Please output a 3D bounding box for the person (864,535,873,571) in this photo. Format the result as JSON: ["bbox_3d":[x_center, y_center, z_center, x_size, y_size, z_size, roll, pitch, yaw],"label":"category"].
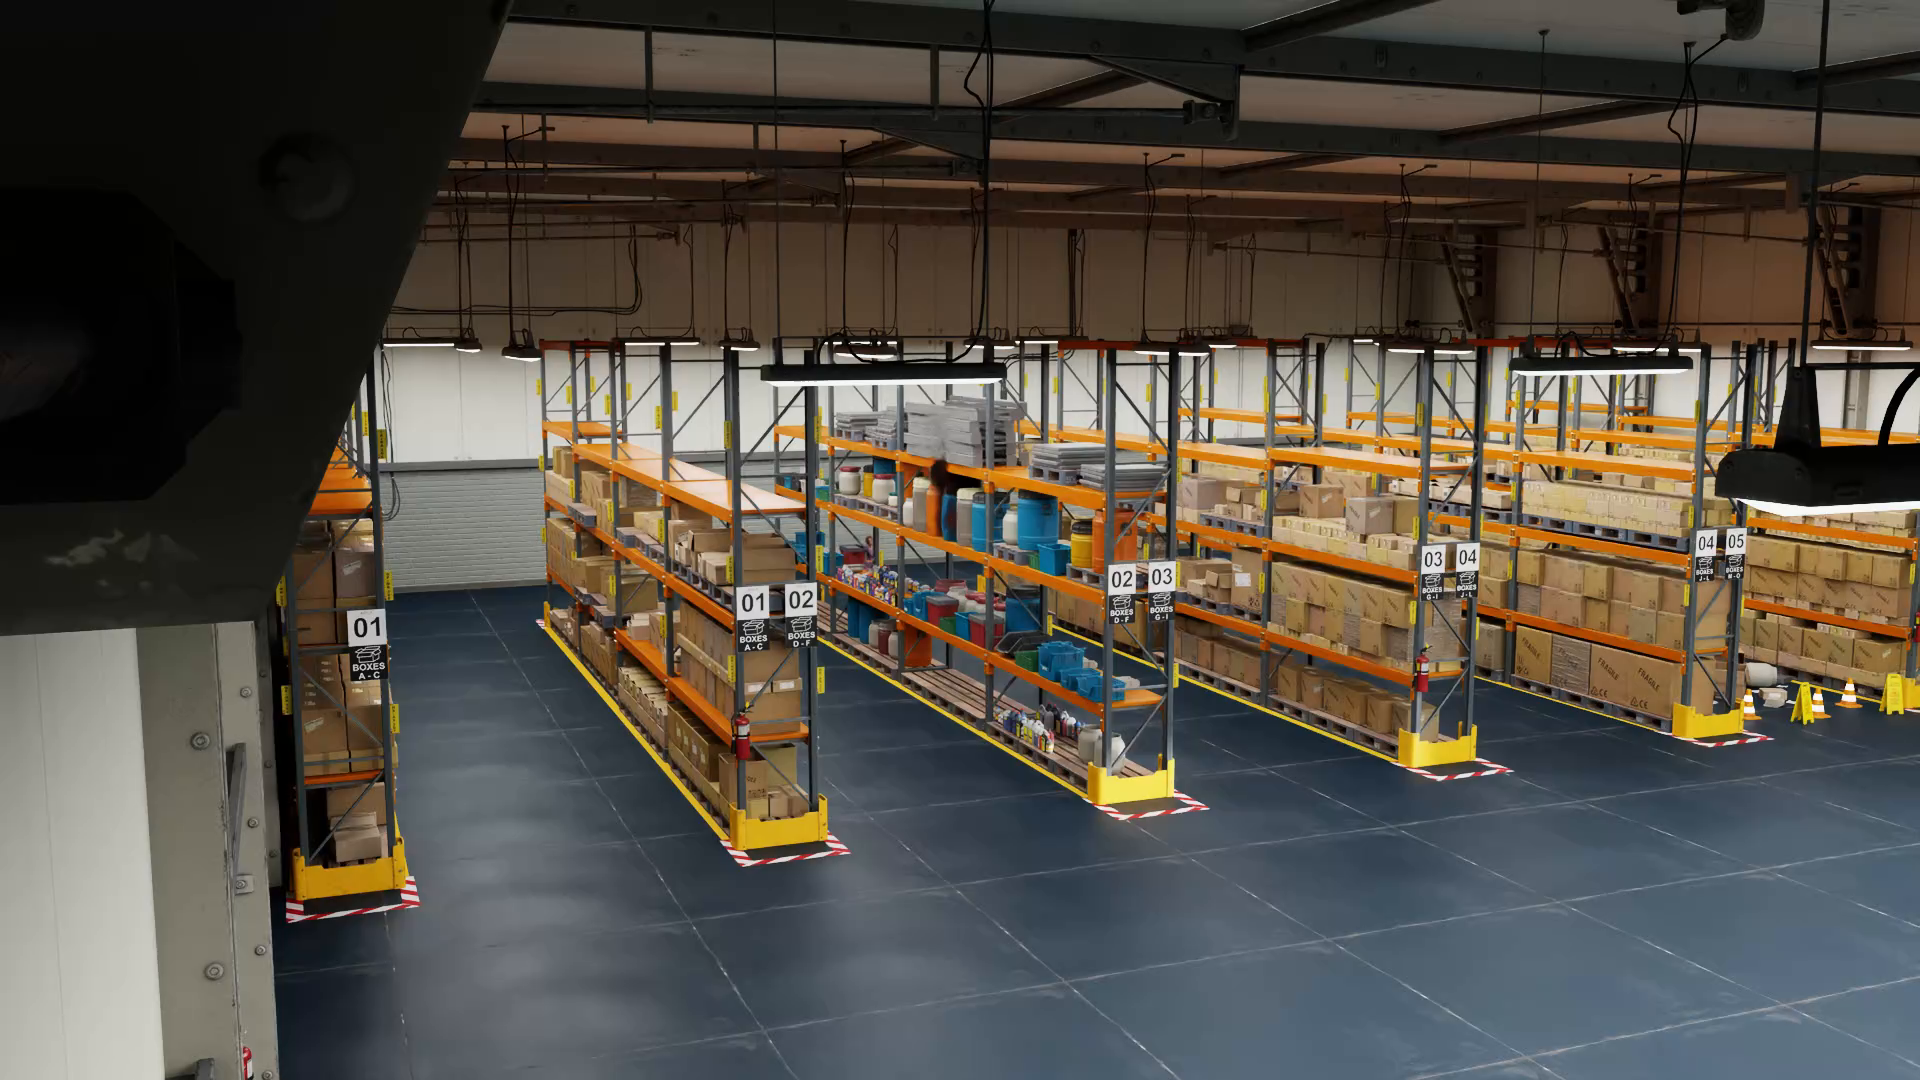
[{"bbox_3d":[-2.013,0.680,37.499,0.855,1.585,0.560,6,9,37],"label":"person"}]

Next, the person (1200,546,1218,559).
[{"bbox_3d":[6.273,0.097,41.454,0.673,1.736,0.691,0,7,2],"label":"person"}]

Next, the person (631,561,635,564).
[{"bbox_3d":[-6.966,0.749,36.146,0.921,1.783,0.711,7,10,44],"label":"person"}]
